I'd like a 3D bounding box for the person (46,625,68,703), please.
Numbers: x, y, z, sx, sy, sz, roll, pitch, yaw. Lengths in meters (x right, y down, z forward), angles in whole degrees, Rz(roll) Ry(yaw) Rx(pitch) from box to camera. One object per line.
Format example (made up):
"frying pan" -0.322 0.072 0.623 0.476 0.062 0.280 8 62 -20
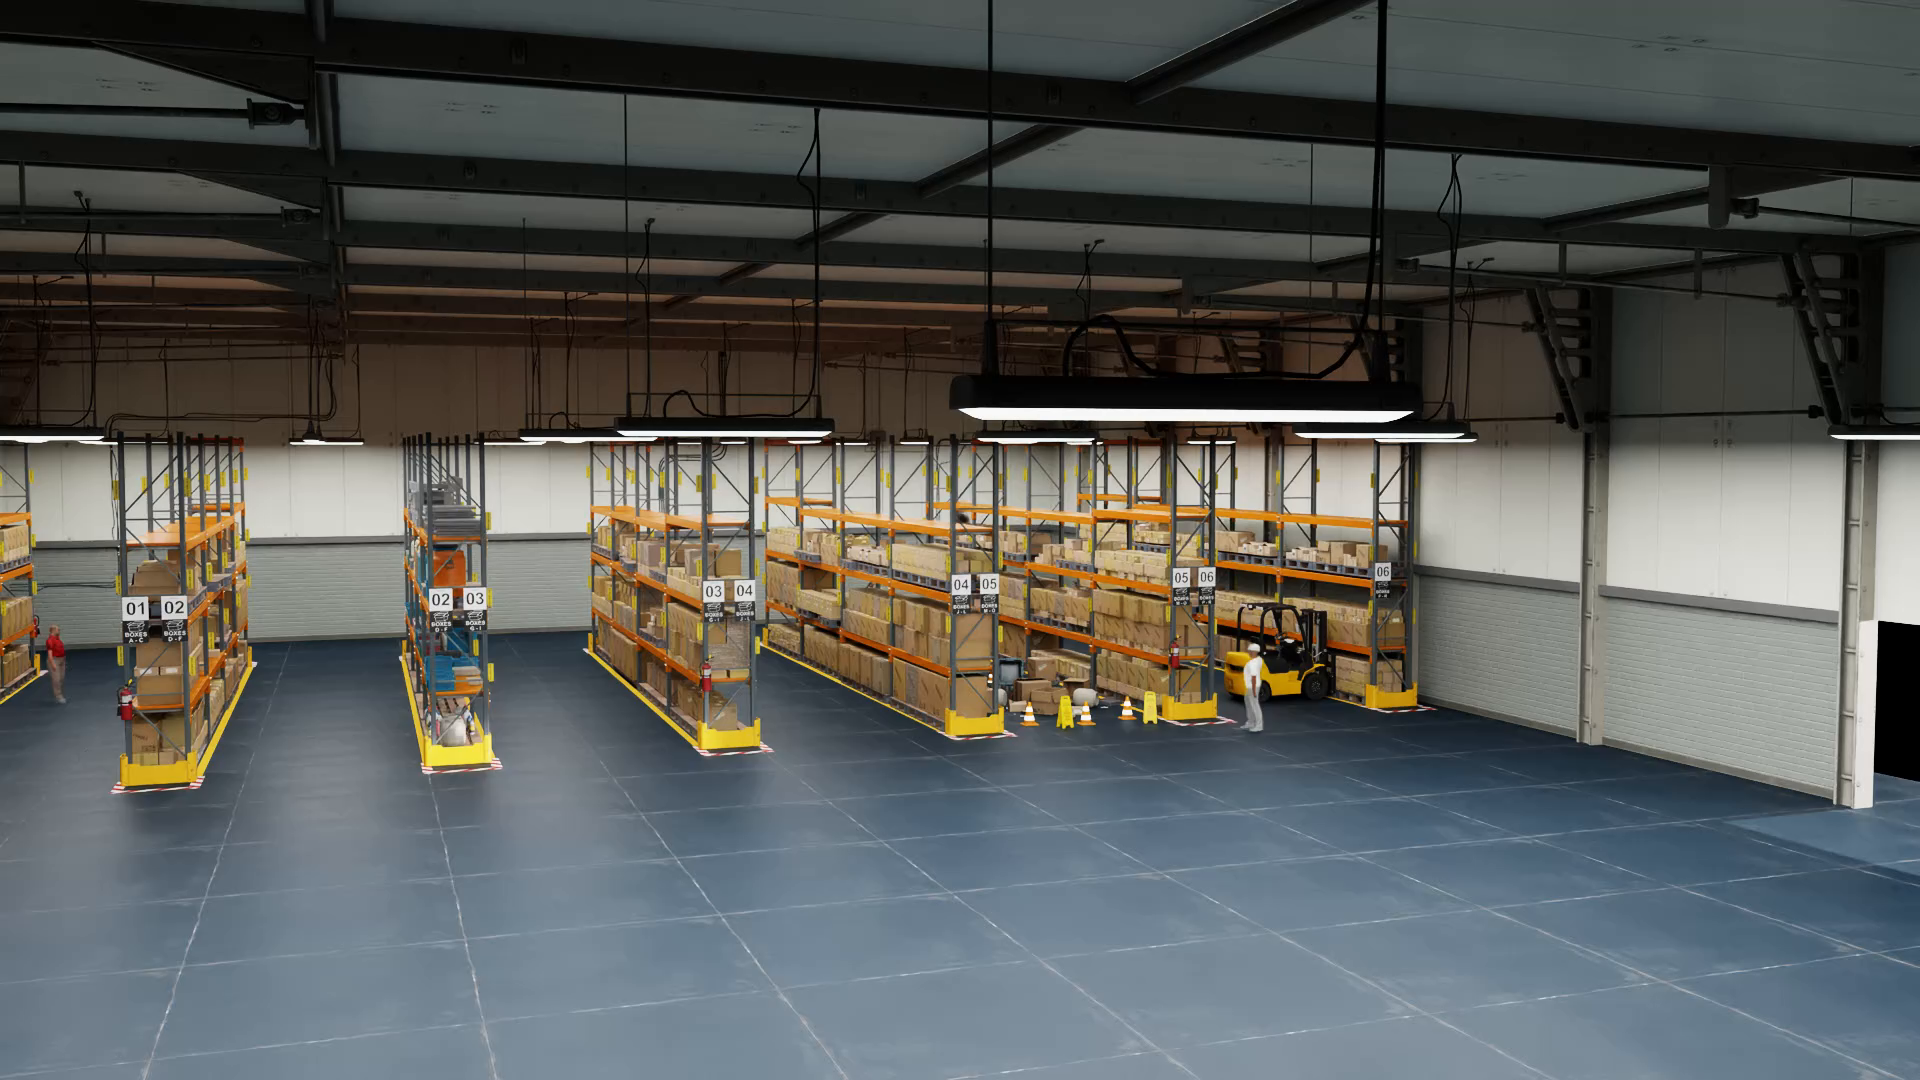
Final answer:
"person" -20.333 2.804 37.589 0.581 1.756 0.565 0 3 7

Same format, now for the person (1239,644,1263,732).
"person" 5.895 2.966 33.615 0.431 1.778 0.791 0 3 3

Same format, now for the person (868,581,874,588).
"person" -2.605 2.021 48.957 0.499 1.685 0.432 1 3 24
